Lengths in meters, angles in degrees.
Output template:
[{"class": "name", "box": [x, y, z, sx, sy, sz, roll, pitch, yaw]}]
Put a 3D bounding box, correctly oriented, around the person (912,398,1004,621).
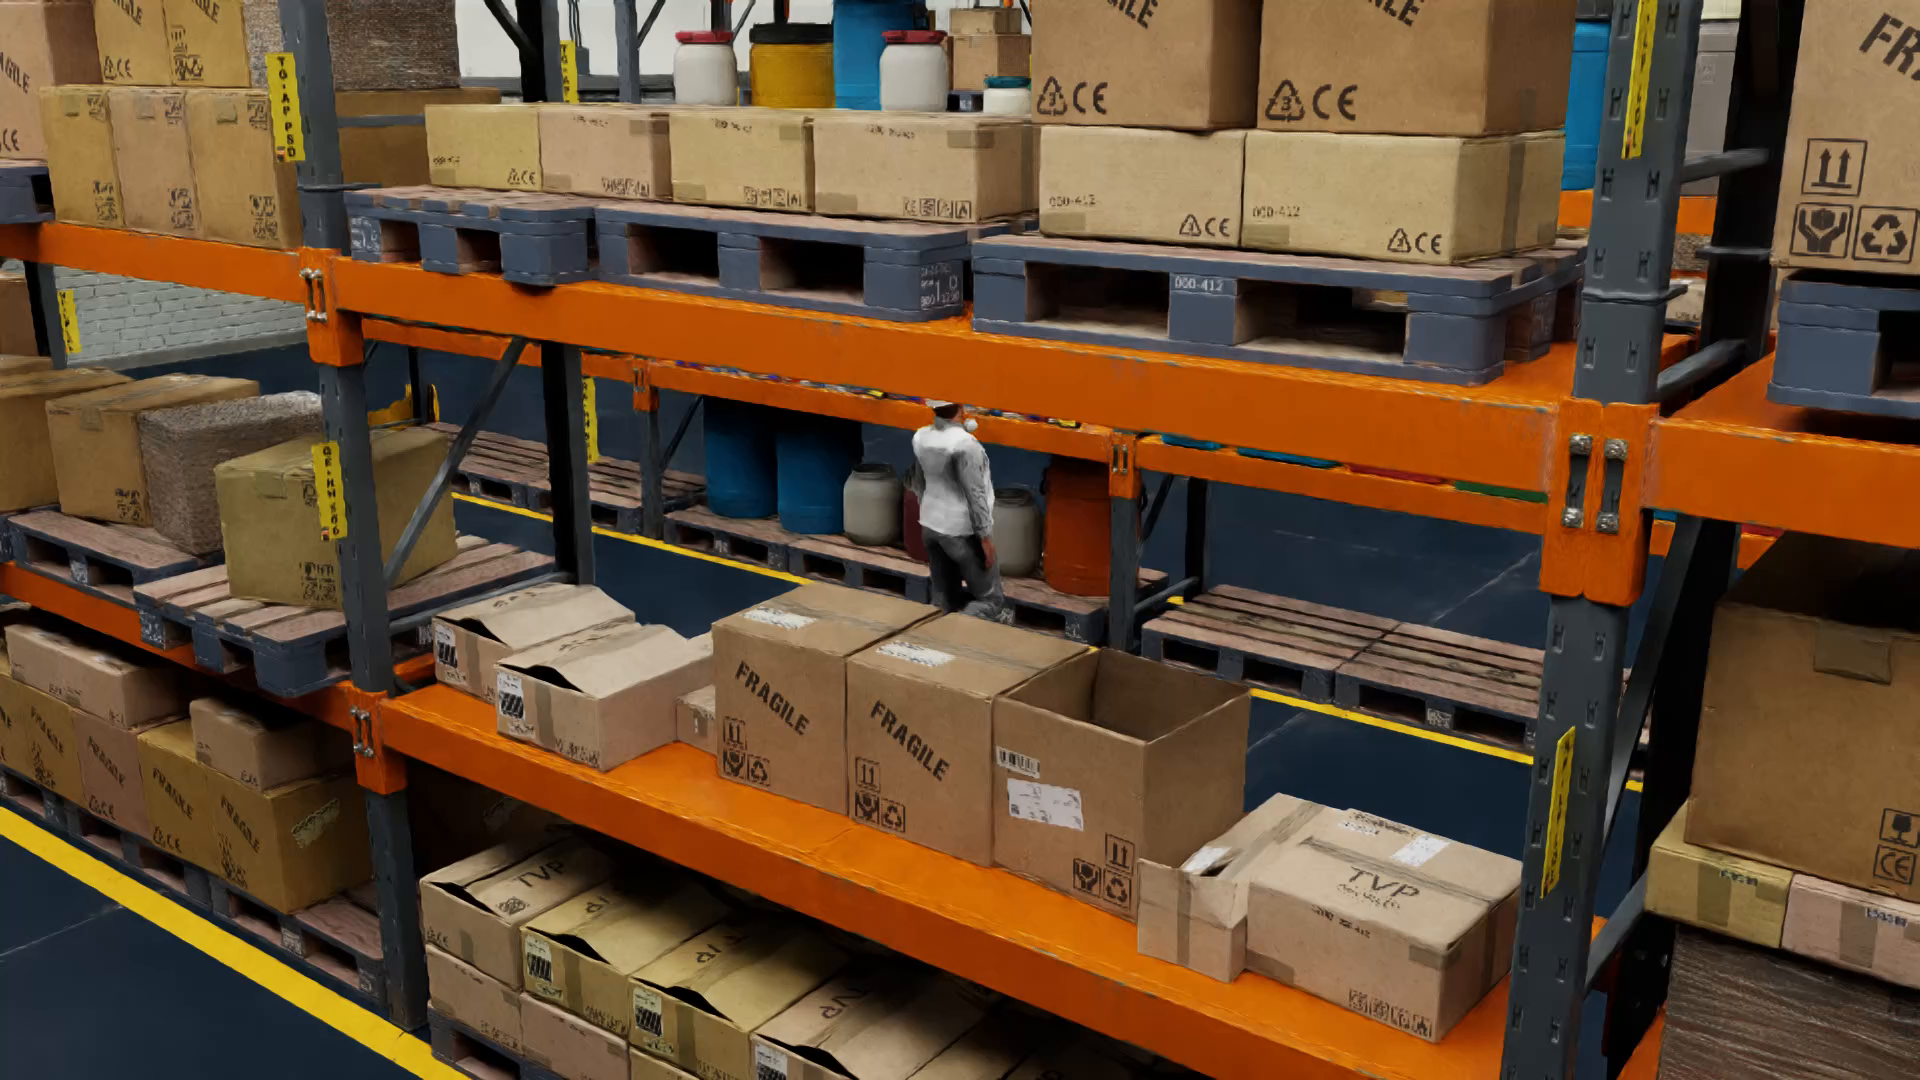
[{"class": "person", "box": [-0.010, -0.053, 9.165, 0.386, 1.762, 0.585, -12, 20, -35]}]
